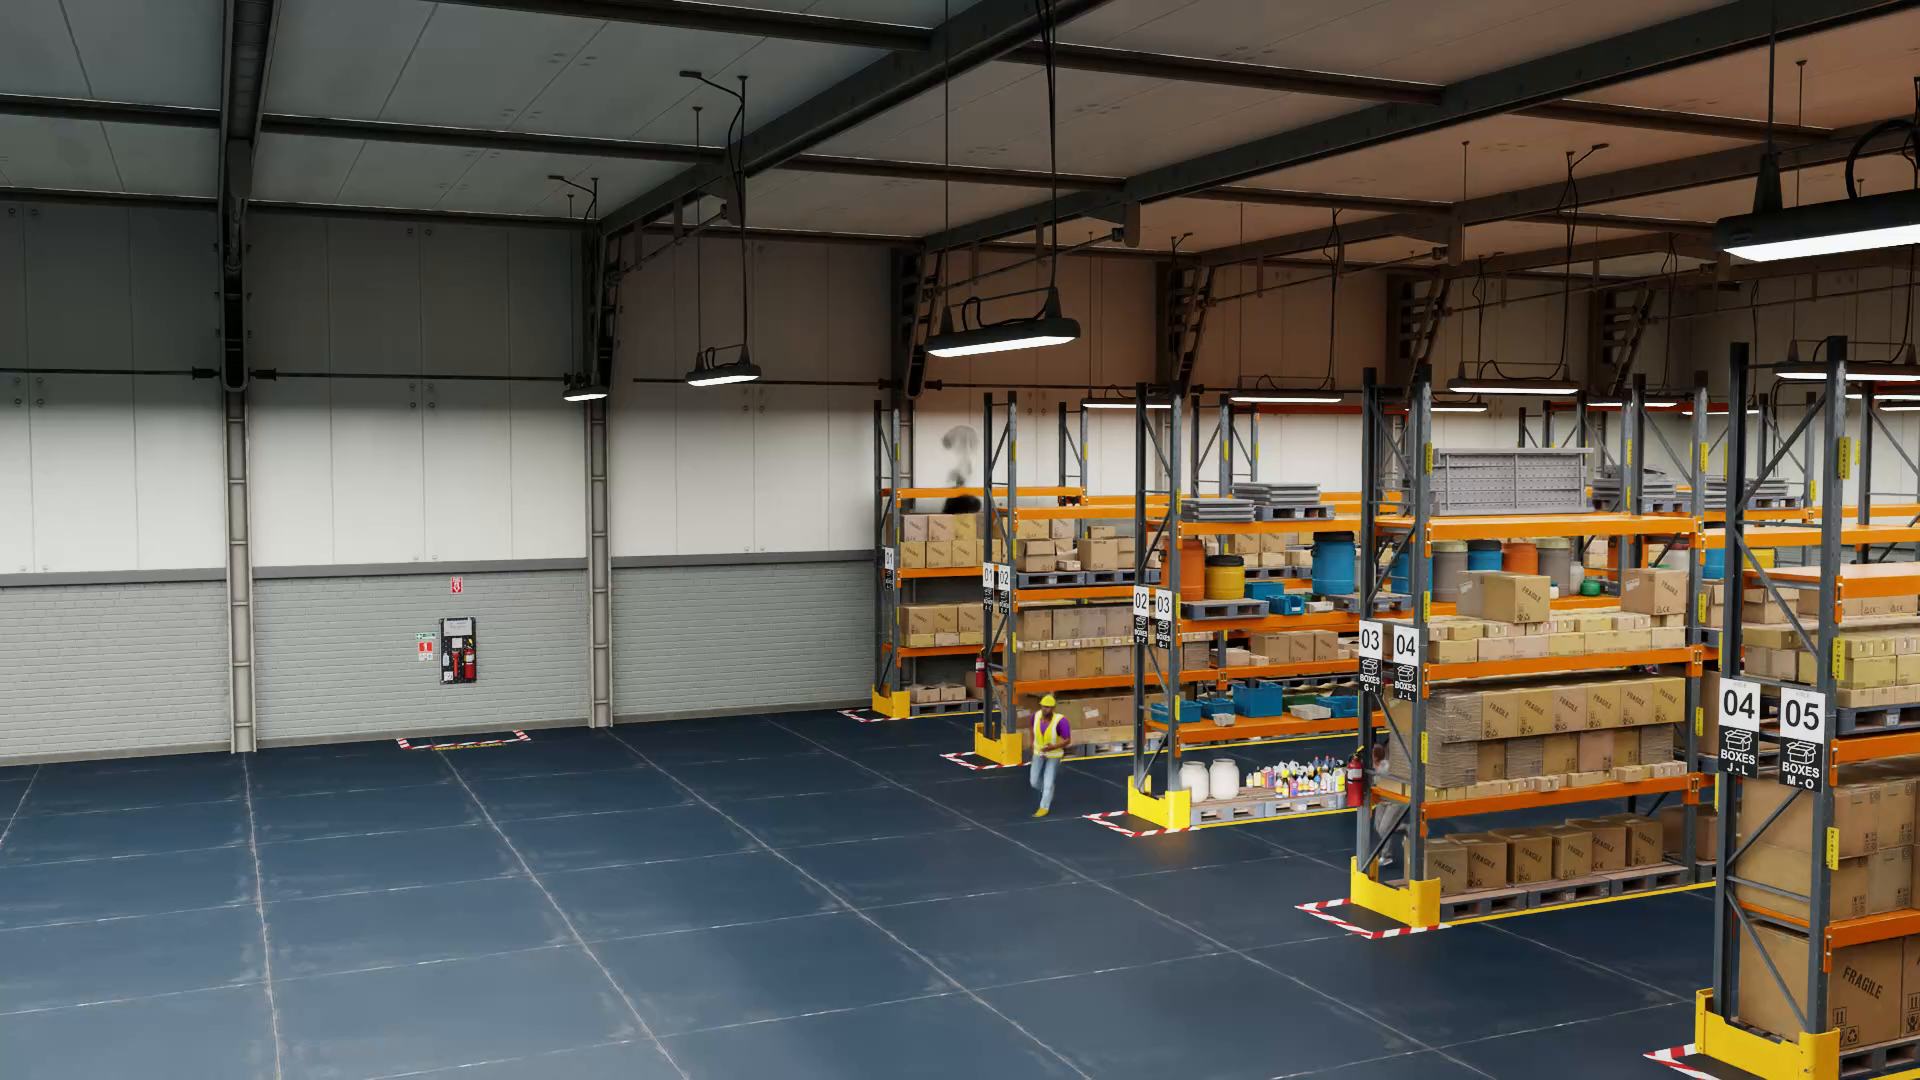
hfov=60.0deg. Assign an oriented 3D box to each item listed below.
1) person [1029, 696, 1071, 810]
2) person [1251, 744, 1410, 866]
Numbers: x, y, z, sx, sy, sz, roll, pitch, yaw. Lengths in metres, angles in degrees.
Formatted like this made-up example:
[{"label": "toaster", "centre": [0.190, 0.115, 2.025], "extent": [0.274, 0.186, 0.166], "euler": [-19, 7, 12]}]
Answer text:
[{"label": "person", "centre": [1.215, 2.947, 22.948], "extent": [0.682, 1.643, 0.593], "euler": [1, 4, 22]}, {"label": "person", "centre": [4.699, 3.141, 22.002], "extent": [1.122, 1.537, 3.994], "euler": [-2, 4, -26]}]
